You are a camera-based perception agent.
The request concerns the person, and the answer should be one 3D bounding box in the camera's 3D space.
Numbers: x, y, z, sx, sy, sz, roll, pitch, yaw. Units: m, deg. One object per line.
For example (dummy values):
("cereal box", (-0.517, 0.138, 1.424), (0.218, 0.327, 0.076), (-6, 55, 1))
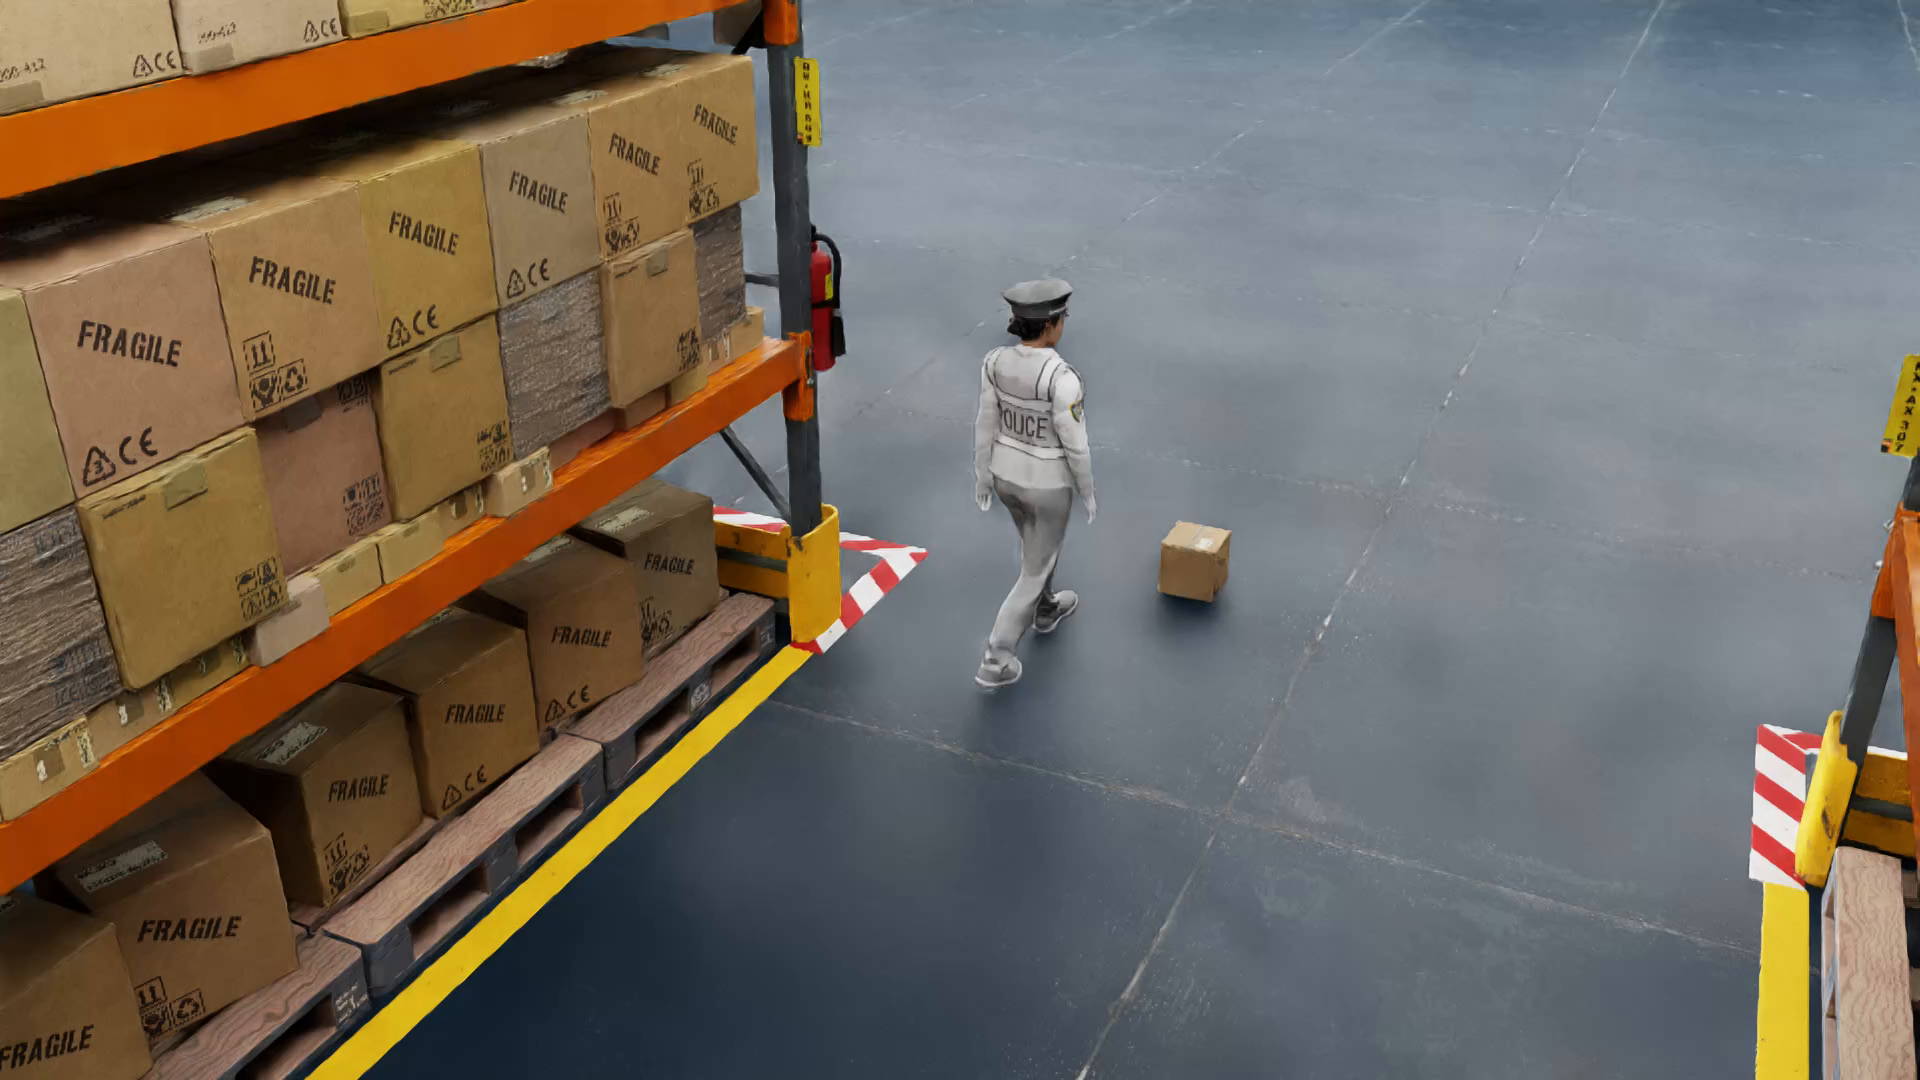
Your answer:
("person", (0.320, -0.242, 6.595), (0.519, 1.628, 0.876), (23, 34, 38))
